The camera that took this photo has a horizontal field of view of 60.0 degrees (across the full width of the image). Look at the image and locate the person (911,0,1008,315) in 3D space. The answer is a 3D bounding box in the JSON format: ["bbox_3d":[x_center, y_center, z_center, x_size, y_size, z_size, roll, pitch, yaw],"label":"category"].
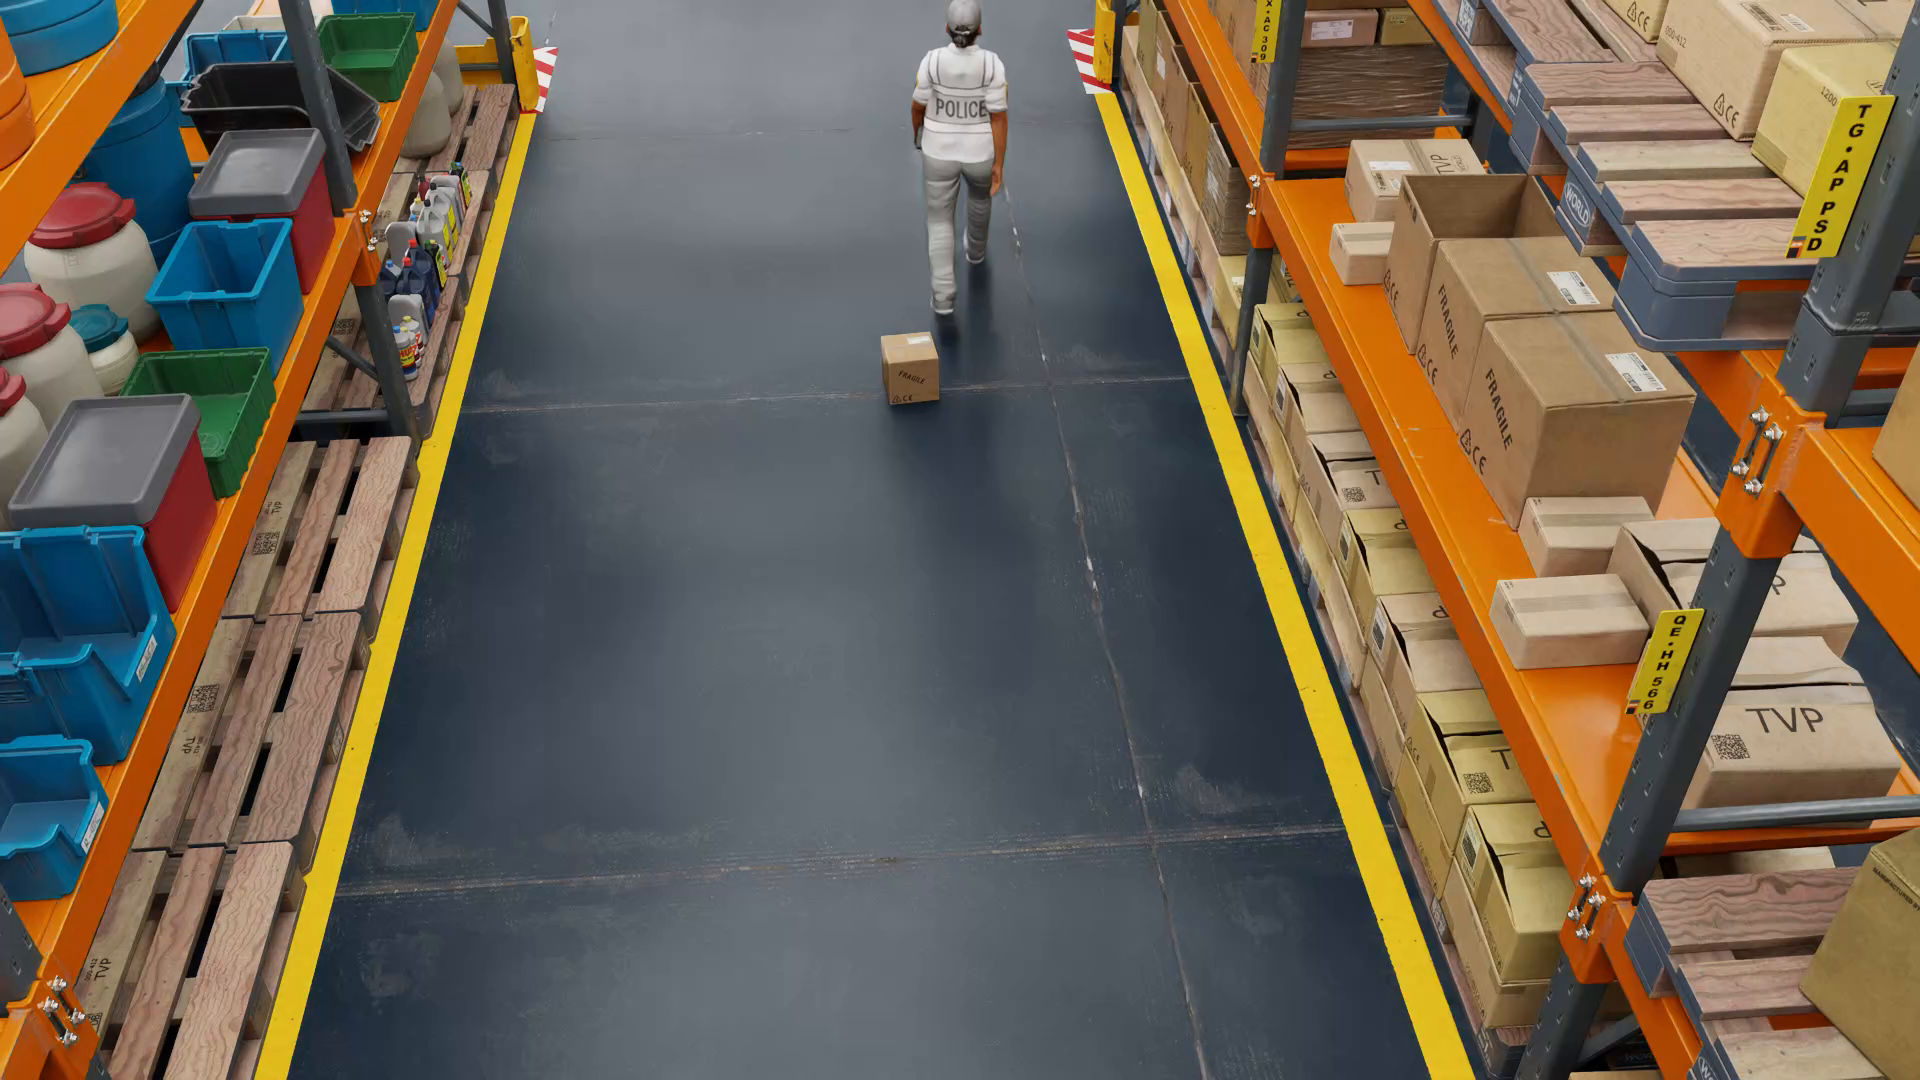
[{"bbox_3d":[-0.007,-2.024,8.616,0.485,1.614,1.013,-2,39,-3],"label":"person"}]
